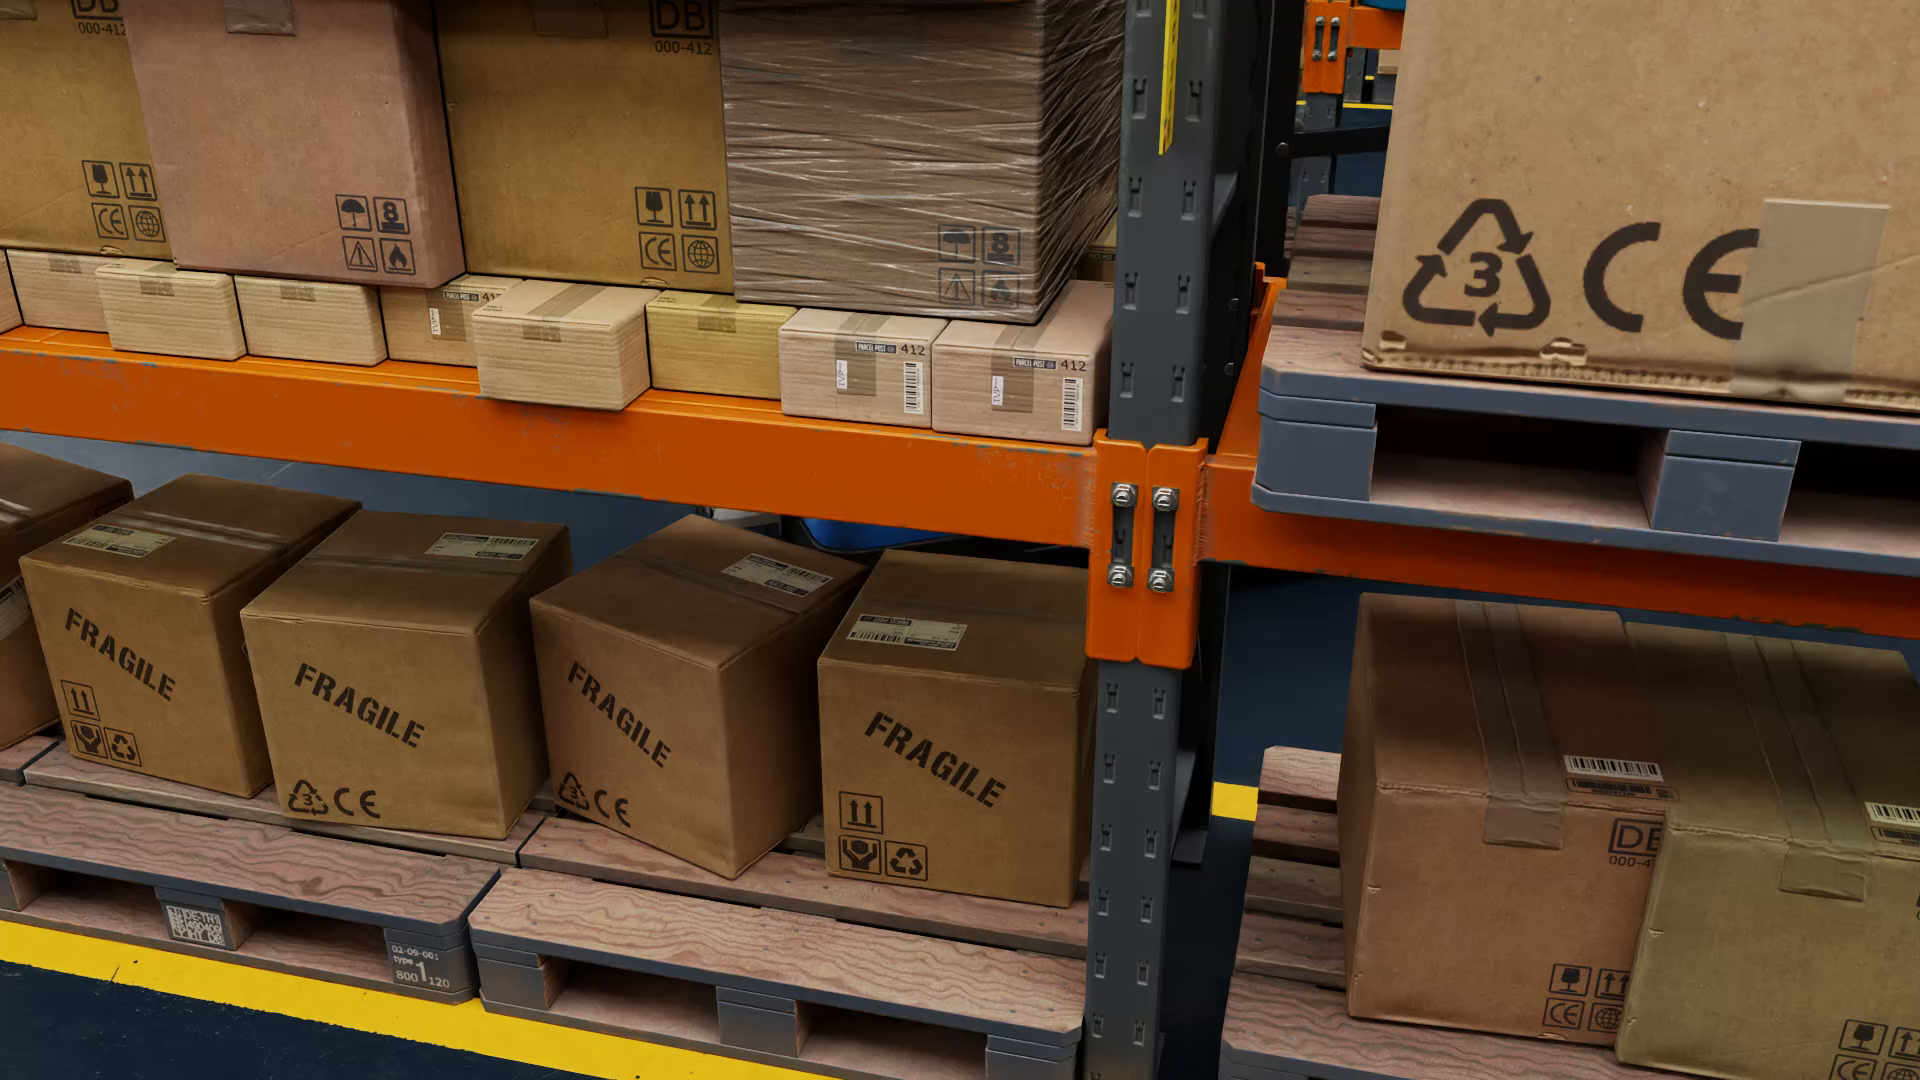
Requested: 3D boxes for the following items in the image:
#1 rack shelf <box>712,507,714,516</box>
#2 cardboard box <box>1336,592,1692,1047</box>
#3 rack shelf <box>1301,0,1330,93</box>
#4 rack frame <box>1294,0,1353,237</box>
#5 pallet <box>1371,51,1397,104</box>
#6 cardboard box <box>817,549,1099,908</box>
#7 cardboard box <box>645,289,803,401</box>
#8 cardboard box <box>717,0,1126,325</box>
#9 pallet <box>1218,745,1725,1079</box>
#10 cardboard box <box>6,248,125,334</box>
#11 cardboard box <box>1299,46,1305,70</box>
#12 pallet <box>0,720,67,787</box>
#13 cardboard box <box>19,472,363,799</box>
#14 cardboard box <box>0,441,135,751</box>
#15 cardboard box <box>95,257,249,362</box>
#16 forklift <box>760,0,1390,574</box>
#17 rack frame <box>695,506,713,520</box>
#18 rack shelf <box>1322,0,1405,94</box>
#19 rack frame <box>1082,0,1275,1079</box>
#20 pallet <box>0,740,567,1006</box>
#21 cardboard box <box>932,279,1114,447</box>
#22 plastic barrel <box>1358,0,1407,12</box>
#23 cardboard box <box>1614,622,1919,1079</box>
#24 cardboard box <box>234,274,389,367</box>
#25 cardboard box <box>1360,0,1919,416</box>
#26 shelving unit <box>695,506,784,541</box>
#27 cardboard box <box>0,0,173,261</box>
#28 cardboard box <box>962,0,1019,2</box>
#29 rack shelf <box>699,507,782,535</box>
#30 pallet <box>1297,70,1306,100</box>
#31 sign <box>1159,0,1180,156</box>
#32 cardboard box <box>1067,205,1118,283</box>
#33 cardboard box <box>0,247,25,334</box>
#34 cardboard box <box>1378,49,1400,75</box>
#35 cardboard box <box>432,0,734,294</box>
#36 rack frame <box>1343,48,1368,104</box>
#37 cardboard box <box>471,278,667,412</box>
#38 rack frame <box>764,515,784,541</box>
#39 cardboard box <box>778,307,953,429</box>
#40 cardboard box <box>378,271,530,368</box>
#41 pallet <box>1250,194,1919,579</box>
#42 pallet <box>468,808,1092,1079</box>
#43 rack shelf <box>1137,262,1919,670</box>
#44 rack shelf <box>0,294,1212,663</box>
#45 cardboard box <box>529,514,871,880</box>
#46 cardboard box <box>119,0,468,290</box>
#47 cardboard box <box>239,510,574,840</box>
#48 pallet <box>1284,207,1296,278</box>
[{"bbox_3d":[-0.650,-0.167,4.840,0.200,0.077,0.258,-9,27,-18],"label":"rack shelf"},{"bbox_3d":[0.994,0.494,3.118,0.500,0.500,0.700,4,26,9],"label":"cardboard box"},{"bbox_3d":[-0.298,-2.462,7.768,4.000,0.370,1.077,6,26,13],"label":"rack shelf"},{"bbox_3d":[1.639,-2.572,7.163,0.127,3.000,1.000,6,26,13],"label":"rack frame"},{"bbox_3d":[3.599,-3.312,11.962,1.213,0.211,1.003,6,26,13],"label":"pallet"},{"bbox_3d":[0.028,0.369,3.404,0.500,0.500,0.500,6,26,11],"label":"cardboard box"},{"bbox_3d":[-0.343,-0.380,2.851,0.250,0.149,0.380,6,26,13],"label":"cardboard box"},{"bbox_3d":[-0.015,-0.764,2.902,0.500,0.500,0.875,6,26,13],"label":"cardboard box"},{"bbox_3d":[1.160,0.831,3.258,1.213,0.211,1.003,6,26,13],"label":"pallet"},{"bbox_3d":[-1.548,-0.523,3.151,0.250,0.149,0.380,6,26,13],"label":"cardboard box"},{"bbox_3d":[2.372,-3.541,11.908,0.500,0.250,0.500,6,26,13],"label":"cardboard box"},{"bbox_3d":[-2.617,0.430,4.101,1.213,0.211,1.003,6,26,13],"label":"pallet"},{"bbox_3d":[-1.679,0.199,3.762,0.500,0.500,0.500,9,27,18],"label":"cardboard box"},{"bbox_3d":[-2.281,0.124,3.919,0.500,0.500,0.500,14,29,26],"label":"cardboard box"},{"bbox_3d":[-1.325,-0.464,3.028,0.250,0.149,0.380,6,26,13],"label":"cardboard box"},{"bbox_3d":[0.885,-1.425,4.832,3.031,2.935,1.130,-9,27,-18],"label":"forklift"},{"bbox_3d":[-0.746,-0.263,4.756,0.006,0.900,0.240,-9,27,-18],"label":"rack frame"},{"bbox_3d":[3.576,-2.033,6.868,4.000,0.370,1.077,6,26,13],"label":"rack shelf"},{"bbox_3d":[0.405,-0.510,2.832,0.127,3.000,1.000,6,26,13],"label":"rack frame"},{"bbox_3d":[-1.439,0.562,3.824,1.213,0.211,1.003,6,26,13],"label":"pallet"},{"bbox_3d":[0.124,-0.297,2.678,0.250,0.149,0.380,6,26,13],"label":"cardboard box"},{"bbox_3d":[1.937,-2.631,6.704,0.708,0.901,0.600,6,26,13],"label":"plastic barrel"},{"bbox_3d":[1.452,0.553,2.994,0.500,0.500,0.700,6,26,13],"label":"cardboard box"},{"bbox_3d":[-1.075,-0.452,3.002,0.250,0.149,0.380,6,26,13],"label":"cardboard box"},{"bbox_3d":[1.140,-0.827,2.312,1.000,1.000,1.000,6,26,13],"label":"cardboard box"},{"bbox_3d":[-0.650,-0.278,4.787,0.210,0.900,0.258,-9,27,-18],"label":"shelving unit"},{"bbox_3d":[-1.474,-0.914,3.218,0.500,0.500,0.875,6,26,13],"label":"cardboard box"},{"bbox_3d":[-0.099,-1.075,2.392,0.500,0.500,0.500,6,26,13],"label":"cardboard box"},{"bbox_3d":[-0.650,-0.085,4.879,0.200,0.077,0.258,-9,27,-18],"label":"rack shelf"},{"bbox_3d":[2.116,-3.478,12.309,1.213,0.211,1.003,6,26,13],"label":"pallet"},{"bbox_3d":[0.277,-0.674,2.170,0.005,0.325,0.100,6,26,13],"label":"sign"},{"bbox_3d":[0.272,-0.545,3.198,0.250,0.149,0.380,6,26,13],"label":"cardboard box"},{"bbox_3d":[-1.824,-0.494,3.091,0.250,0.149,0.380,6,26,13],"label":"cardboard box"},{"bbox_3d":[3.205,-3.436,11.687,0.500,0.250,0.500,6,26,12],"label":"cardboard box"},{"bbox_3d":[-0.491,-0.832,3.045,0.500,0.500,0.875,6,26,13],"label":"cardboard box"},{"bbox_3d":[2.876,-4.634,11.494,0.127,3.000,1.000,6,26,13],"label":"rack frame"},{"bbox_3d":[-0.613,-0.360,2.810,0.250,0.149,0.380,6,26,13],"label":"cardboard box"},{"bbox_3d":[-0.555,-0.293,4.818,0.006,0.900,0.240,-9,27,-18],"label":"rack frame"},{"bbox_3d":[-0.116,-0.328,2.742,0.250,0.149,0.380,6,26,13],"label":"cardboard box"},{"bbox_3d":[-0.822,-0.442,2.981,0.250,0.149,0.380,6,26,13],"label":"cardboard box"},{"bbox_3d":[1.109,-0.281,2.574,1.213,0.211,1.003,6,26,13],"label":"pallet"},{"bbox_3d":[-0.254,0.692,3.552,1.213,0.211,1.003,6,26,13],"label":"pallet"},{"bbox_3d":[2.342,0.029,2.537,4.000,0.370,1.077,6,26,13],"label":"rack shelf"},{"bbox_3d":[-1.532,-0.400,3.437,4.000,0.370,1.077,6,26,13],"label":"rack shelf"},{"bbox_3d":[-0.529,0.311,3.526,0.500,0.500,0.500,15,30,29],"label":"cardboard box"},{"bbox_3d":[-1.000,-0.843,3.070,0.500,0.500,0.875,6,26,13],"label":"cardboard box"},{"bbox_3d":[-1.150,0.277,3.597,0.500,0.500,0.500,4,26,8],"label":"cardboard box"},{"bbox_3d":[0.999,-1.402,7.950,1.213,0.211,1.003,6,26,13],"label":"pallet"}]
